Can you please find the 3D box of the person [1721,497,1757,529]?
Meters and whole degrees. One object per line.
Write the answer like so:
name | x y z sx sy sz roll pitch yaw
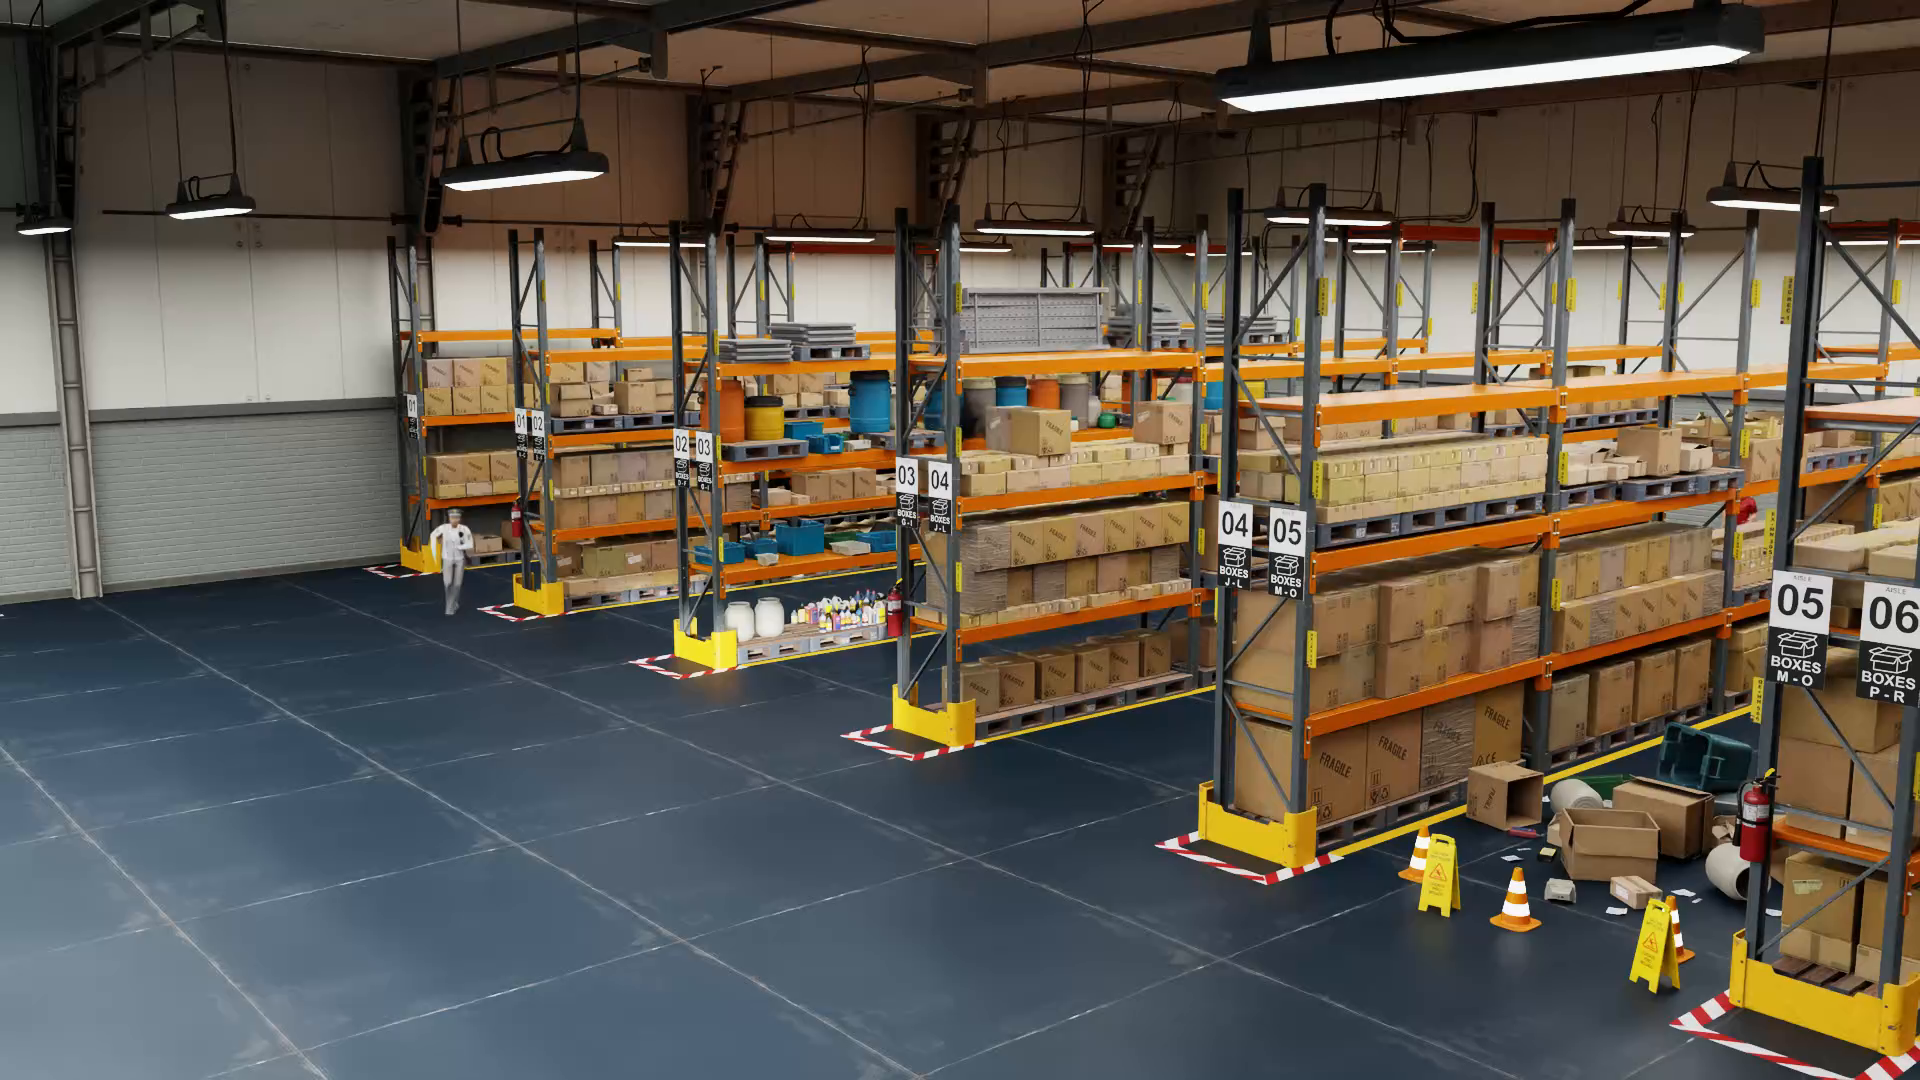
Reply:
person | 13.771 -0.178 29.463 0.602 1.701 0.754 6 11 36

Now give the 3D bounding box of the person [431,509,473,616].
person | -7.983 0.356 26.180 0.631 1.744 0.694 -3 9 -17
